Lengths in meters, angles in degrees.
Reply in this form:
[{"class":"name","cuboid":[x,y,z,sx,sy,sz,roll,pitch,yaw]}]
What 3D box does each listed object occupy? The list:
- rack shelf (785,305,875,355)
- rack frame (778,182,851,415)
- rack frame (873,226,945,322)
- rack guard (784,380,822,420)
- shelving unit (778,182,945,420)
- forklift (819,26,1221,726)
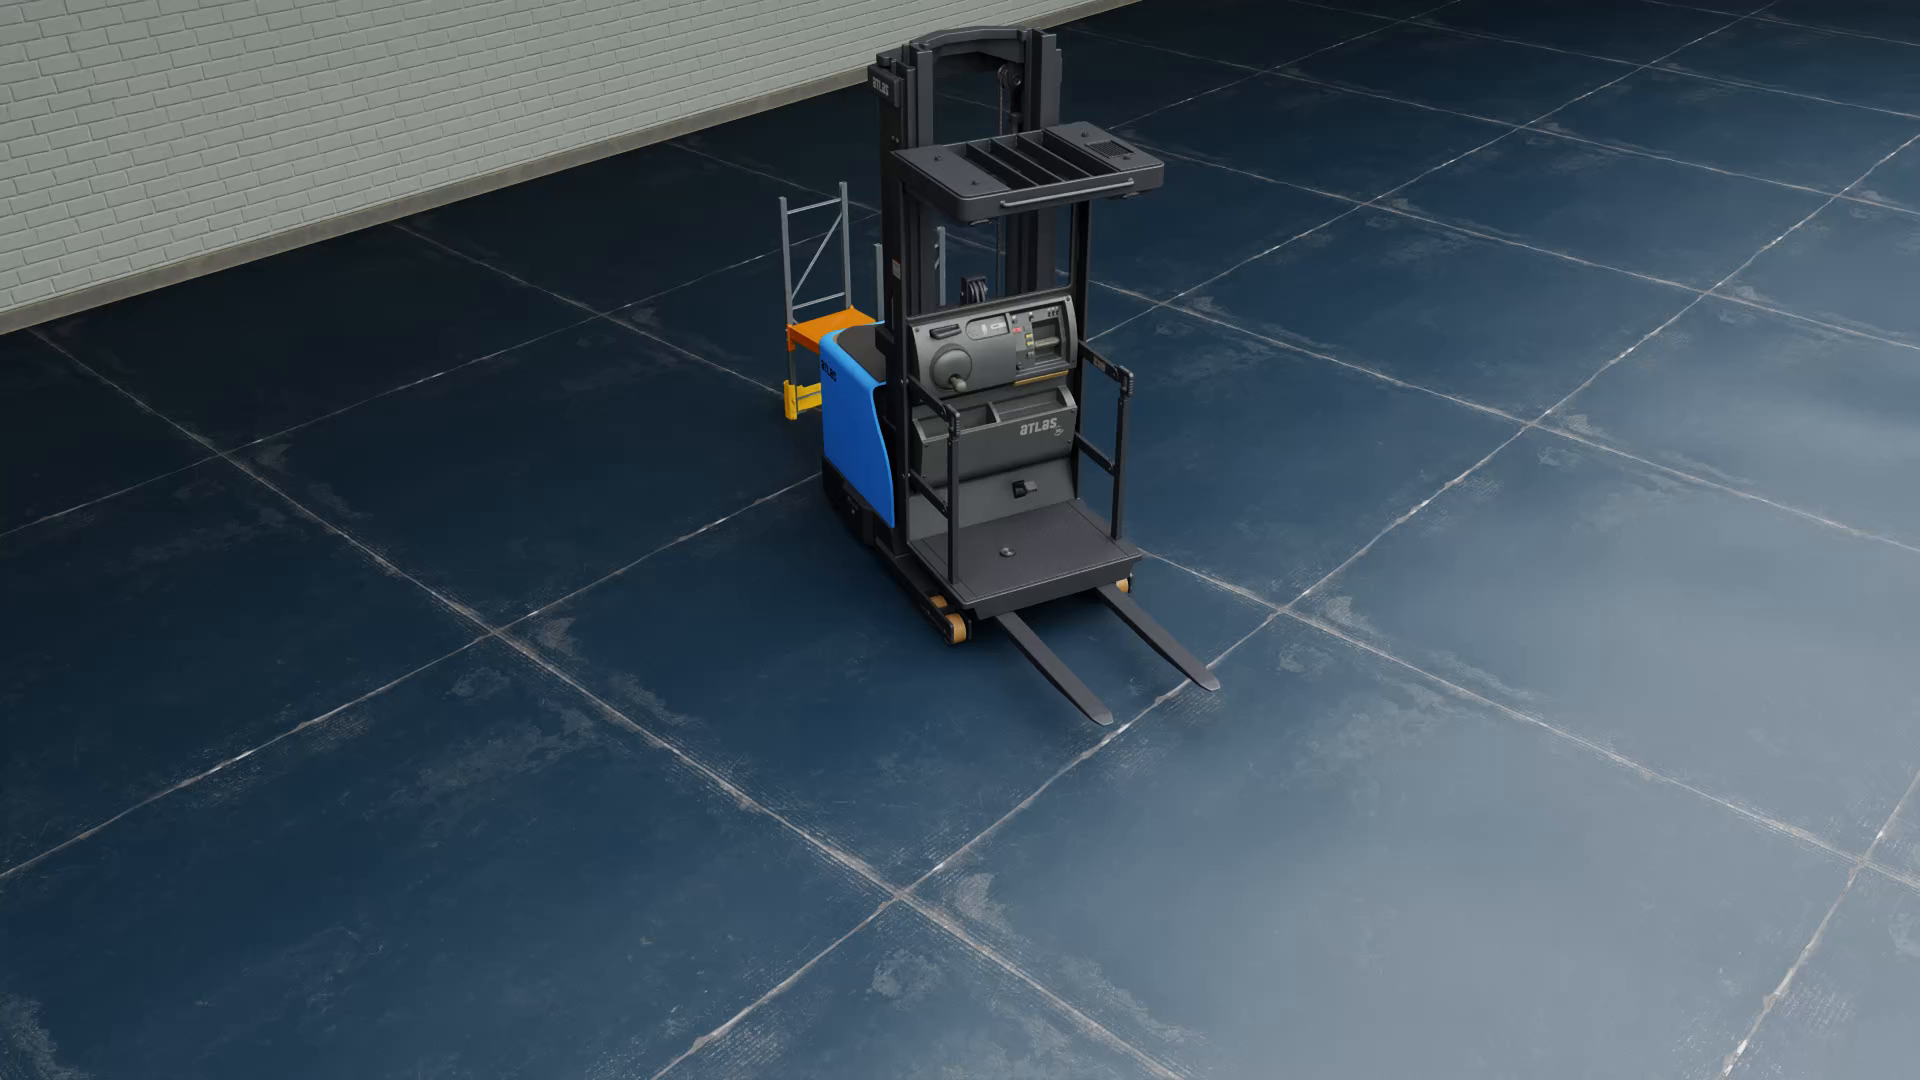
[{"class":"rack shelf","cuboid":[-0.611,-1.192,10.569,0.538,0.185,1.000,-22,37,-32]},{"class":"rack frame","cuboid":[-0.924,-1.553,10.819,0.500,1.500,0.032,-22,37,-32]},{"class":"rack frame","cuboid":[-0.297,-1.140,10.134,0.500,1.500,0.032,-22,37,-32]},{"class":"rack guard","cuboid":[-0.912,-1.009,11.129,0.587,0.250,0.087,-22,37,-32]},{"class":"shelving unit","cuboid":[-0.605,-1.343,10.470,0.587,1.500,1.083,-22,37,-32]},{"class":"forklift","cuboid":[0.285,-0.966,8.457,1.130,2.935,3.031,-15,34,-23]}]
